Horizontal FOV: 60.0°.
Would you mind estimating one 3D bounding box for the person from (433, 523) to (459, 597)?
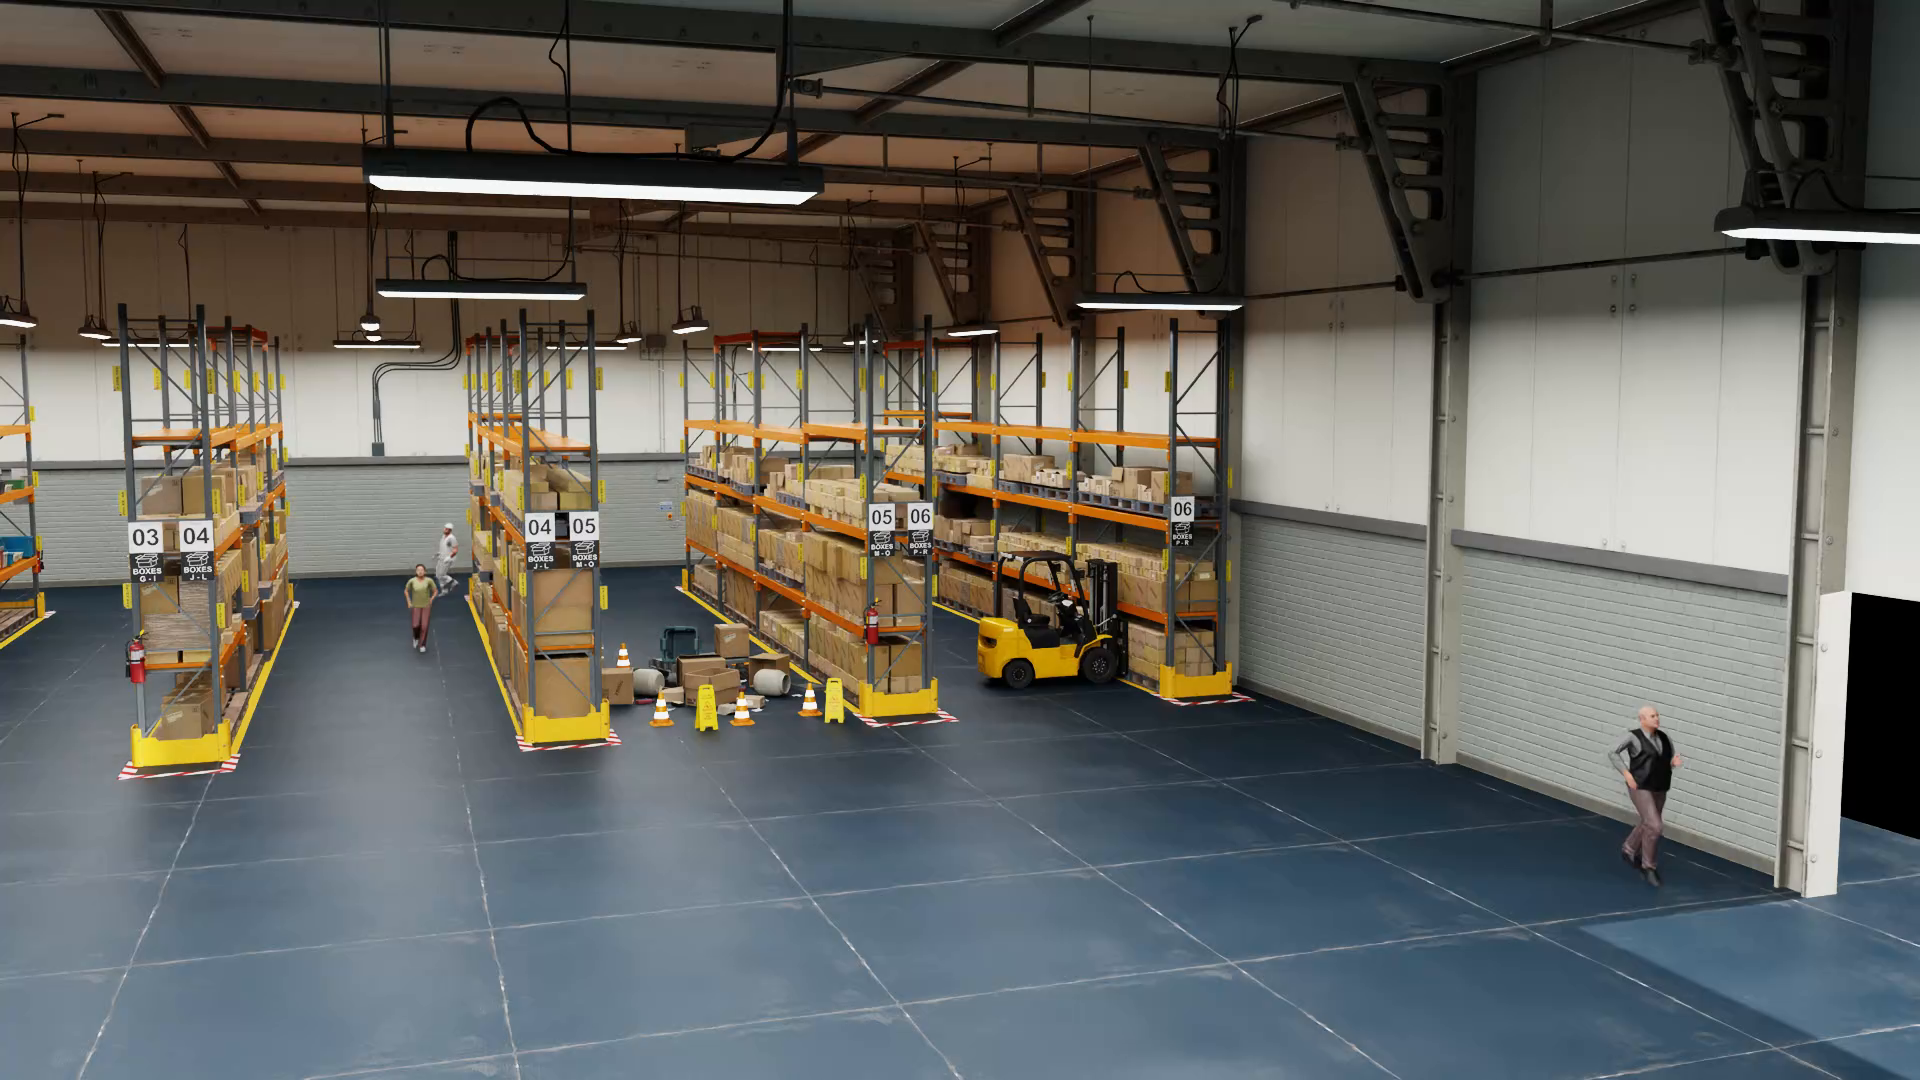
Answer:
[{"bbox_3d":[-11.951,0.465,38.800,0.557,1.736,0.722,-5,7,-42],"label":"person"}]

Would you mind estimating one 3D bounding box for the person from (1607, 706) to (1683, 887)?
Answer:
[{"bbox_3d":[6.939,2.560,16.769,0.639,1.780,0.731,-2,6,-23],"label":"person"}]

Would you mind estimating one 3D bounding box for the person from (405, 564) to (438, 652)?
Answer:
[{"bbox_3d":[-10.005,1.258,30.924,0.592,1.638,0.533,-2,6,-19],"label":"person"}]
